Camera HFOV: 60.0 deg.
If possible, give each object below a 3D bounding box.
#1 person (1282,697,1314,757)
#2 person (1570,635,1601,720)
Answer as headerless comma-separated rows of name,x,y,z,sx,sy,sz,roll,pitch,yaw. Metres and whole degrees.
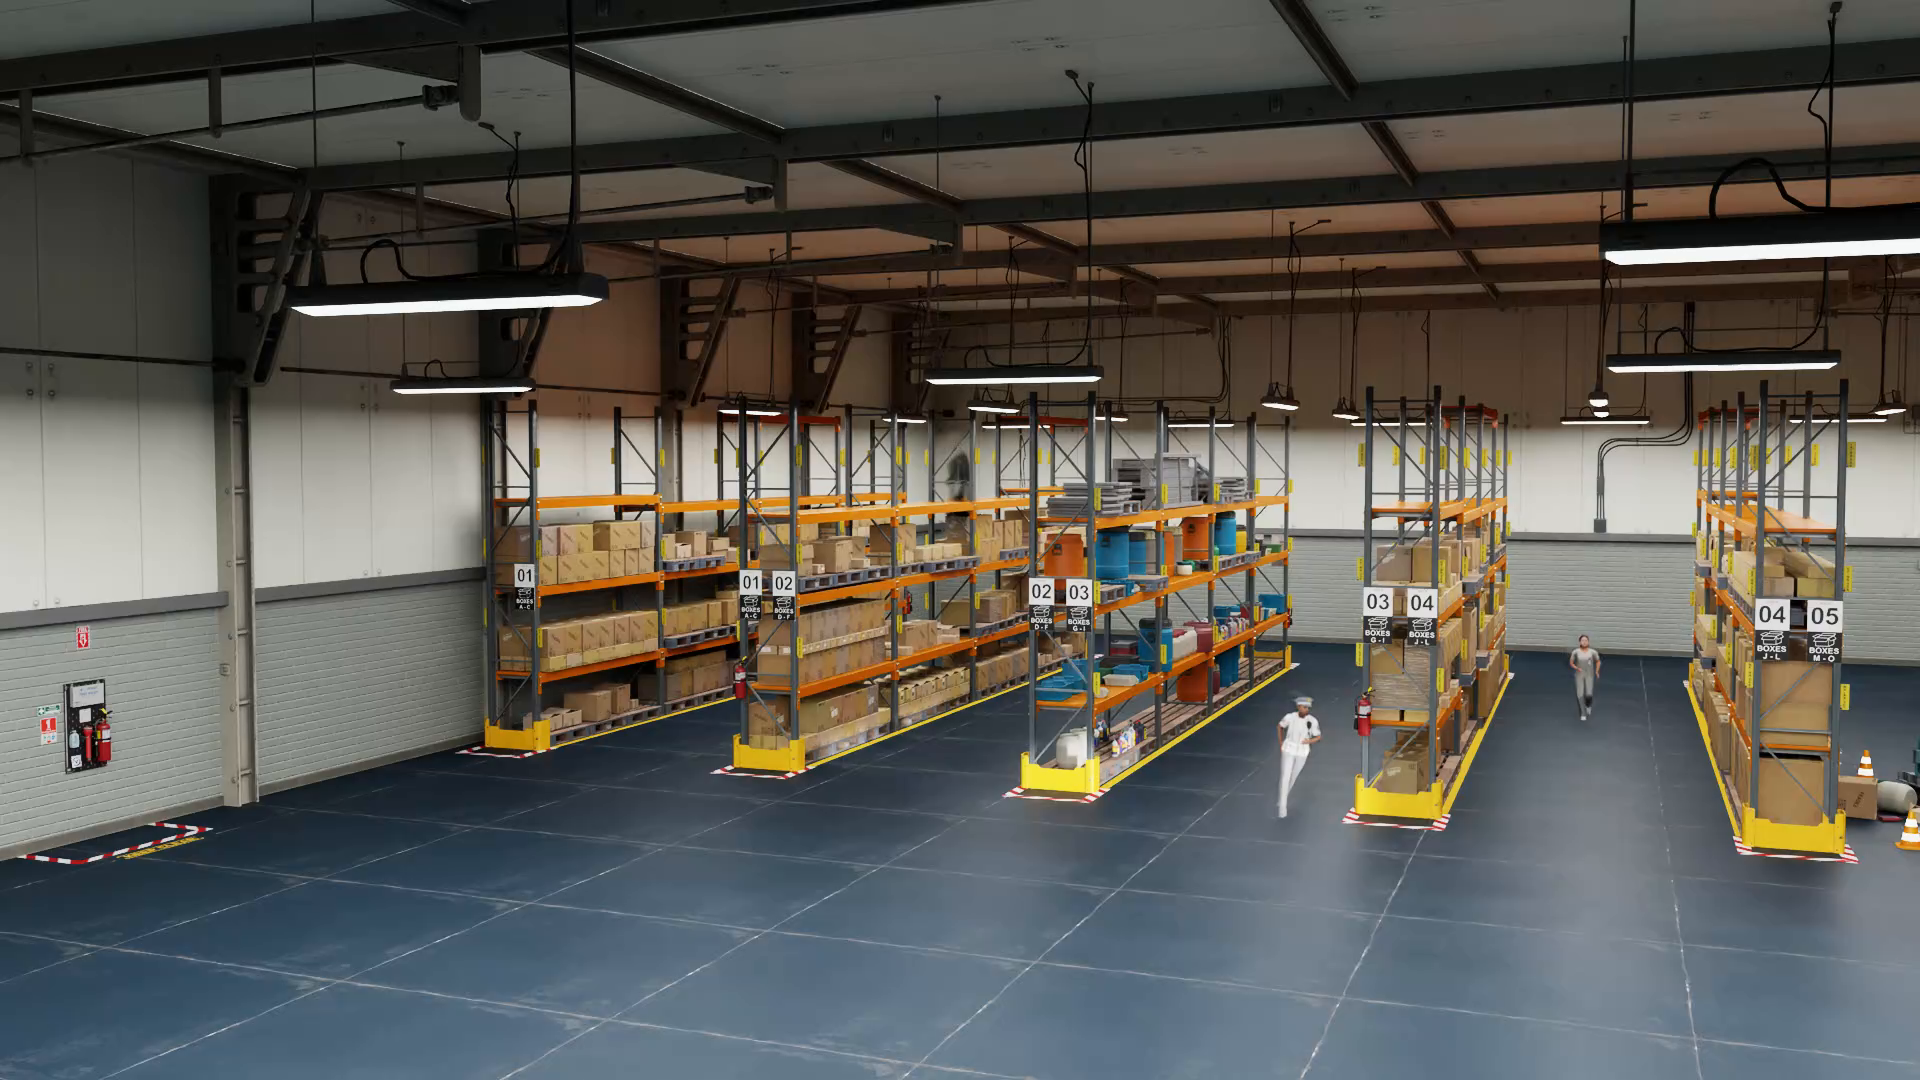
person,4.712,2.600,23.177,0.449,0.847,0.387,0,3,0
person,11.908,2.626,31.688,0.559,1.631,0.556,1,3,21
